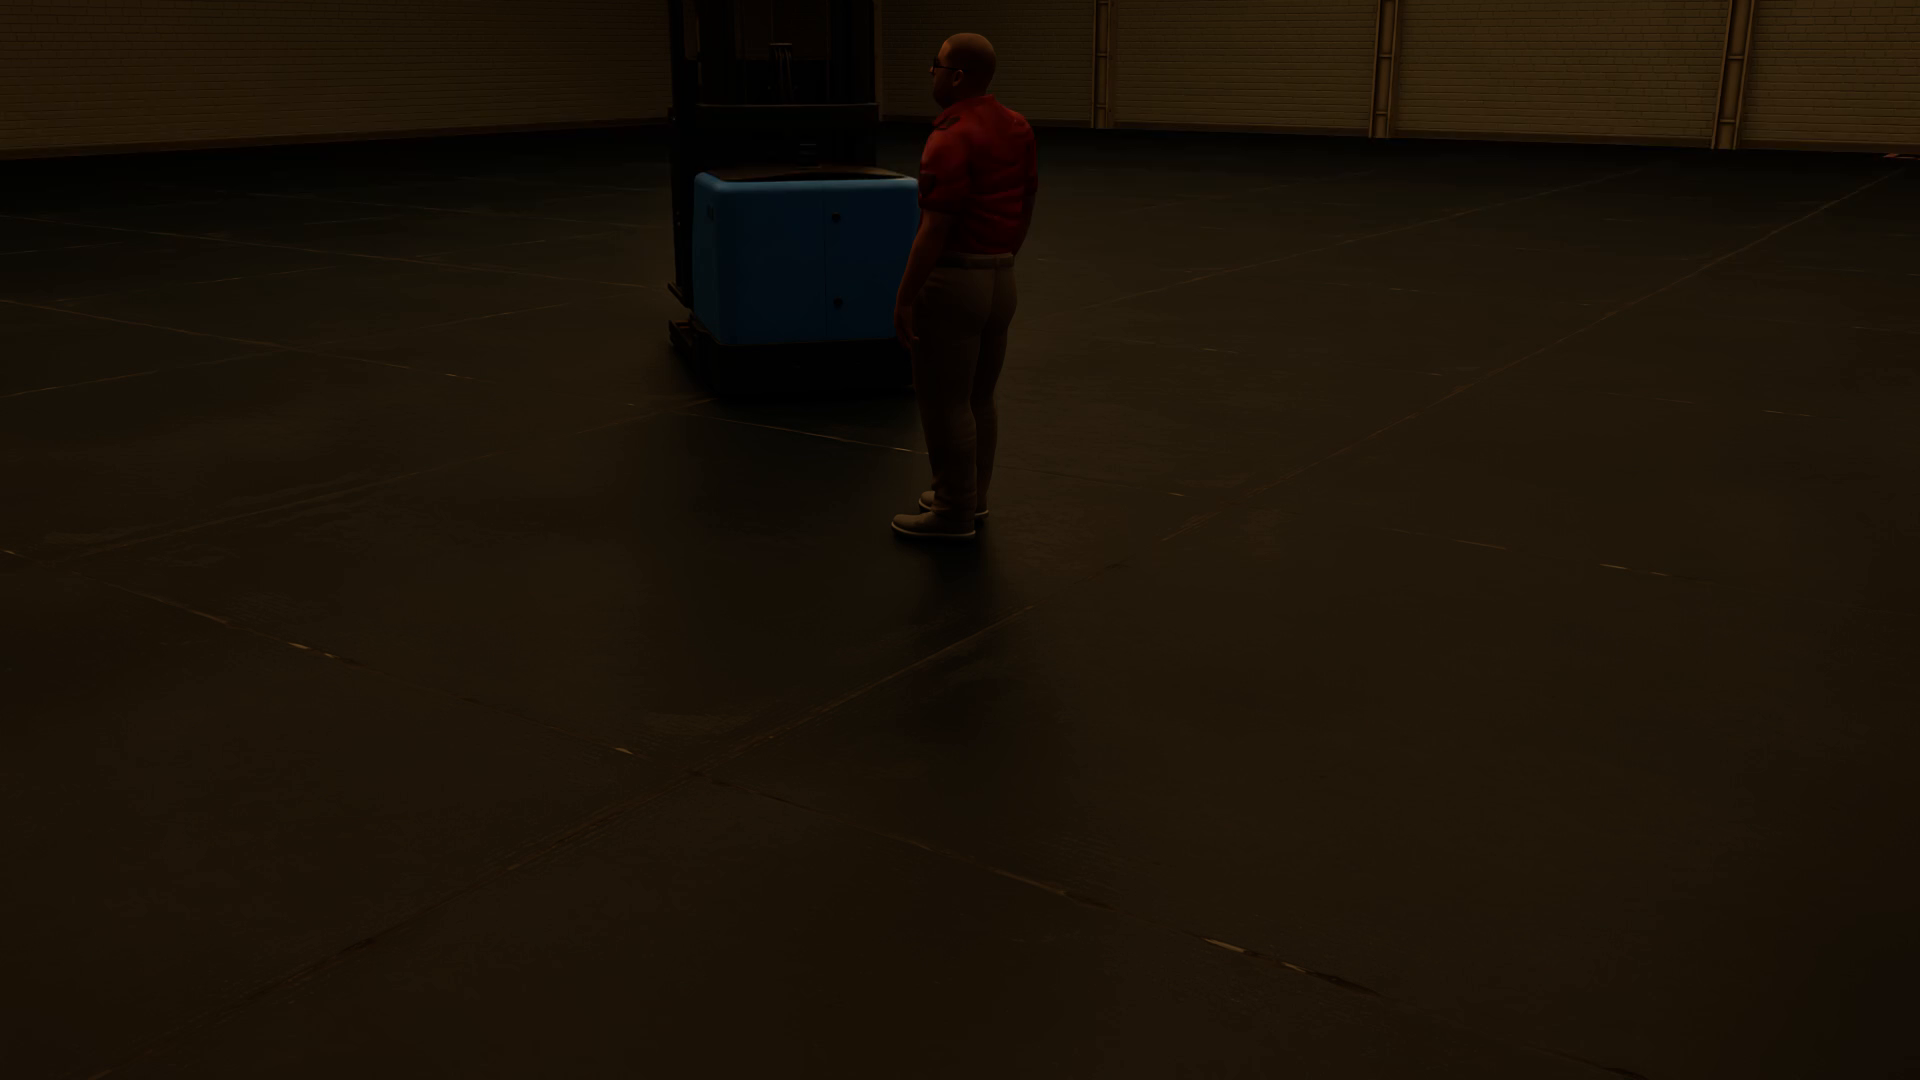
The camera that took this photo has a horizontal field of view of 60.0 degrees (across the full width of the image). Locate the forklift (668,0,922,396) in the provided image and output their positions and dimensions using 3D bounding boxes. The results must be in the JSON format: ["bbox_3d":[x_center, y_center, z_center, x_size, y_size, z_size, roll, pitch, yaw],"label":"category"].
[{"bbox_3d":[-1.066,-2.492,9.167,1.130,2.935,3.031,-5,17,-15],"label":"forklift"}]

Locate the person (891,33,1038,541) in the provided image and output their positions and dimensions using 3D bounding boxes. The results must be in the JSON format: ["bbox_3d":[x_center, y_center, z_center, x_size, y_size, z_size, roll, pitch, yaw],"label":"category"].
[{"bbox_3d":[-0.067,-0.852,5.757,0.551,1.727,0.640,11,20,33],"label":"person"}]
